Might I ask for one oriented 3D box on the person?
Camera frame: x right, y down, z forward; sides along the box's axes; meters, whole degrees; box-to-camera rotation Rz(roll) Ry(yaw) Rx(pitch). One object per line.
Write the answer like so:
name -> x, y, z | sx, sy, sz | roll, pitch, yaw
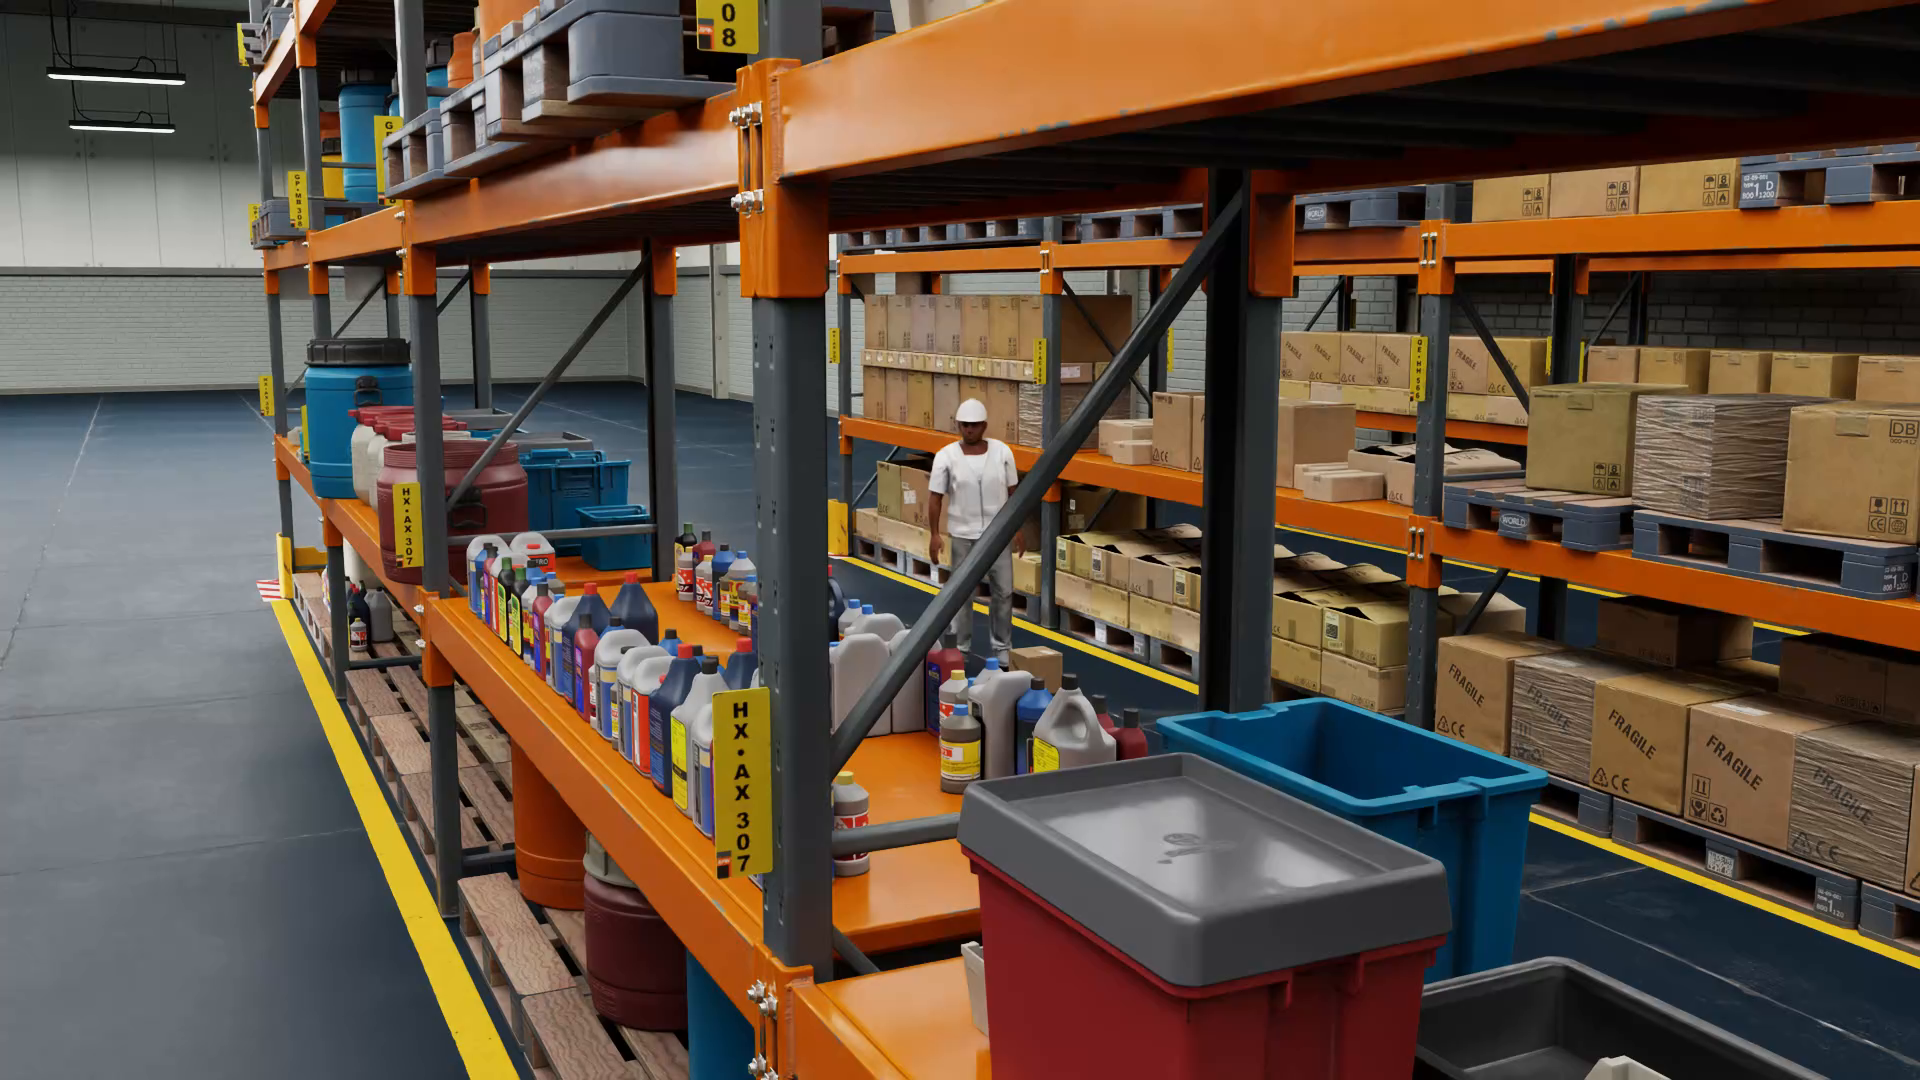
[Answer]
person -> 0.115, -0.035, 10.805 | 0.642, 1.768, 0.379 | -2, 9, -10
